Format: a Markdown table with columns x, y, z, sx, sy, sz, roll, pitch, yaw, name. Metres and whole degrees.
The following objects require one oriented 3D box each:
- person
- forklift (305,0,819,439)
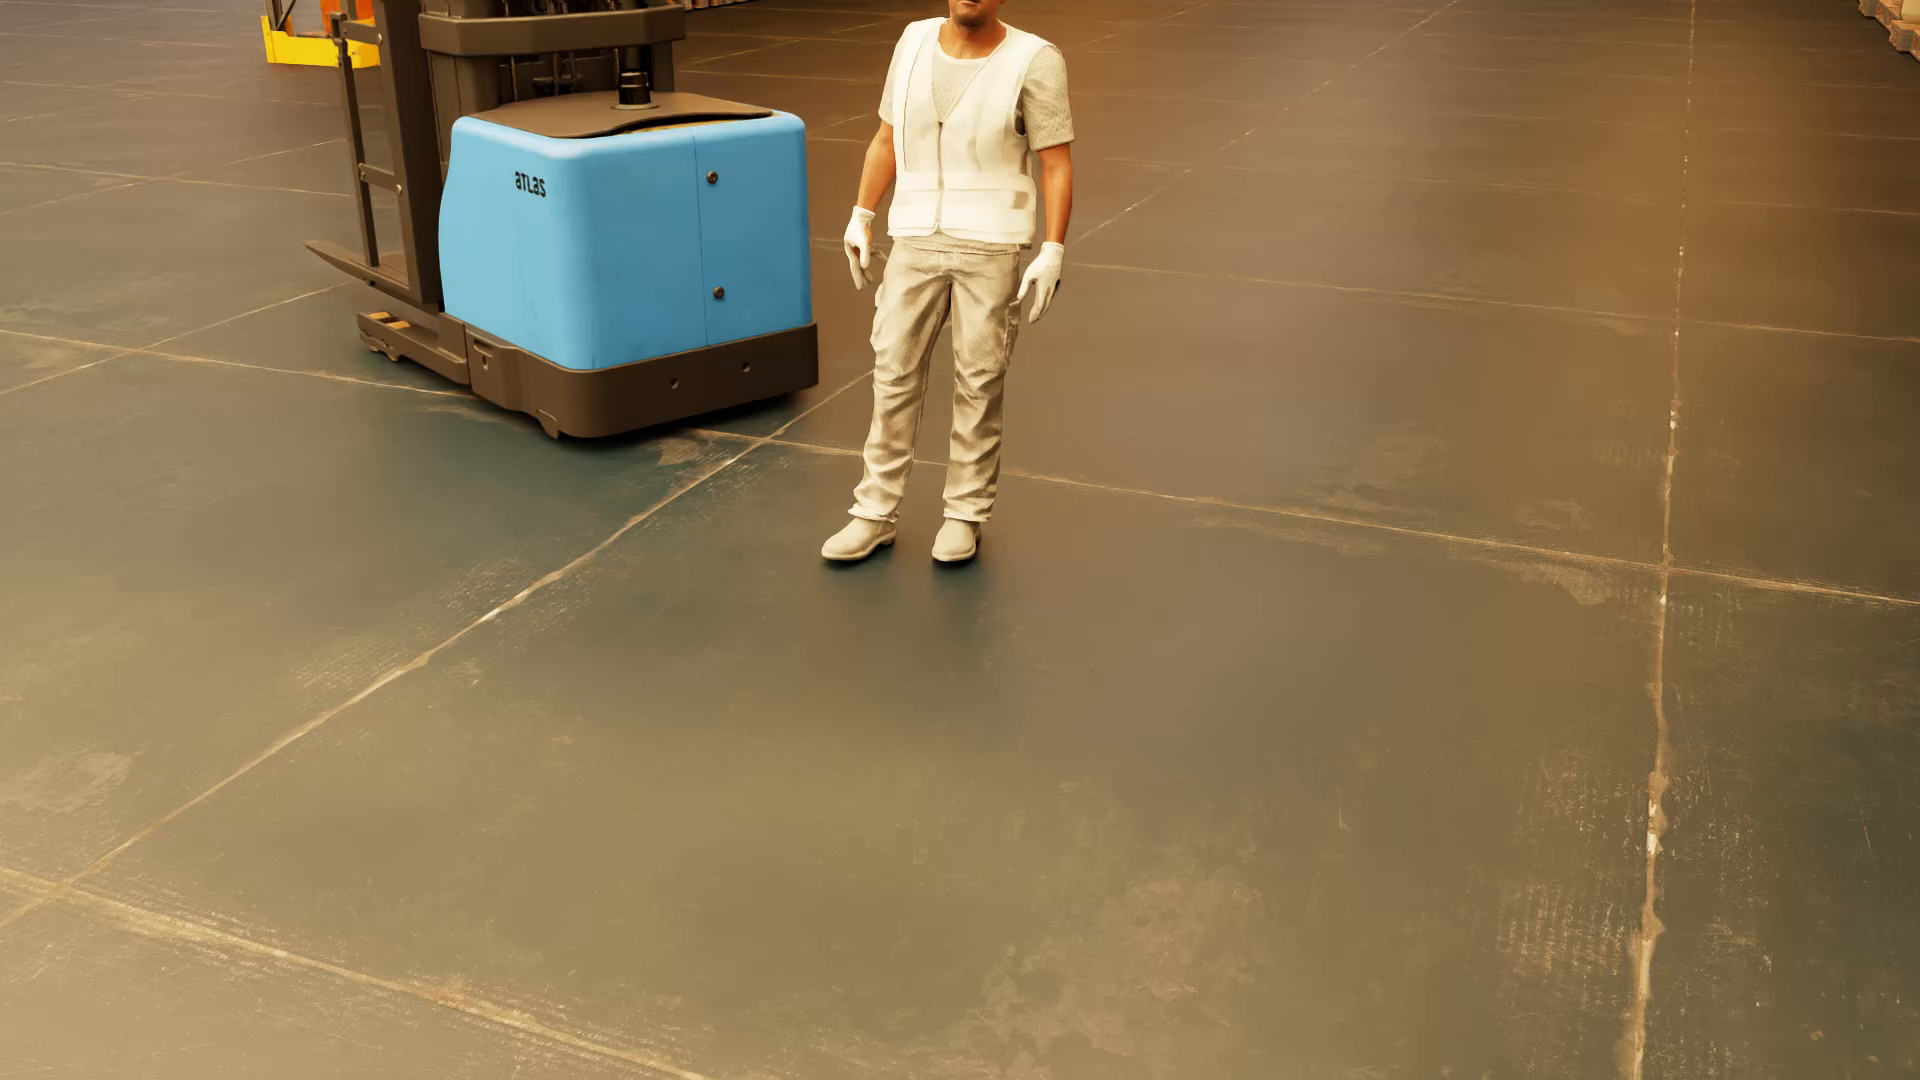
| x | y | z | sx | sy | sz | roll | pitch | yaw | name |
| --- | --- | --- | --- | --- | --- | --- | --- | --- | --- |
| -0.035 | -0.805 | 4.687 | 0.657 | 1.785 | 0.575 | 9 | 24 | 21 | person |
| -1.875 | -2.197 | 6.548 | 1.130 | 2.935 | 3.031 | -18 | 29 | -37 | forklift |
